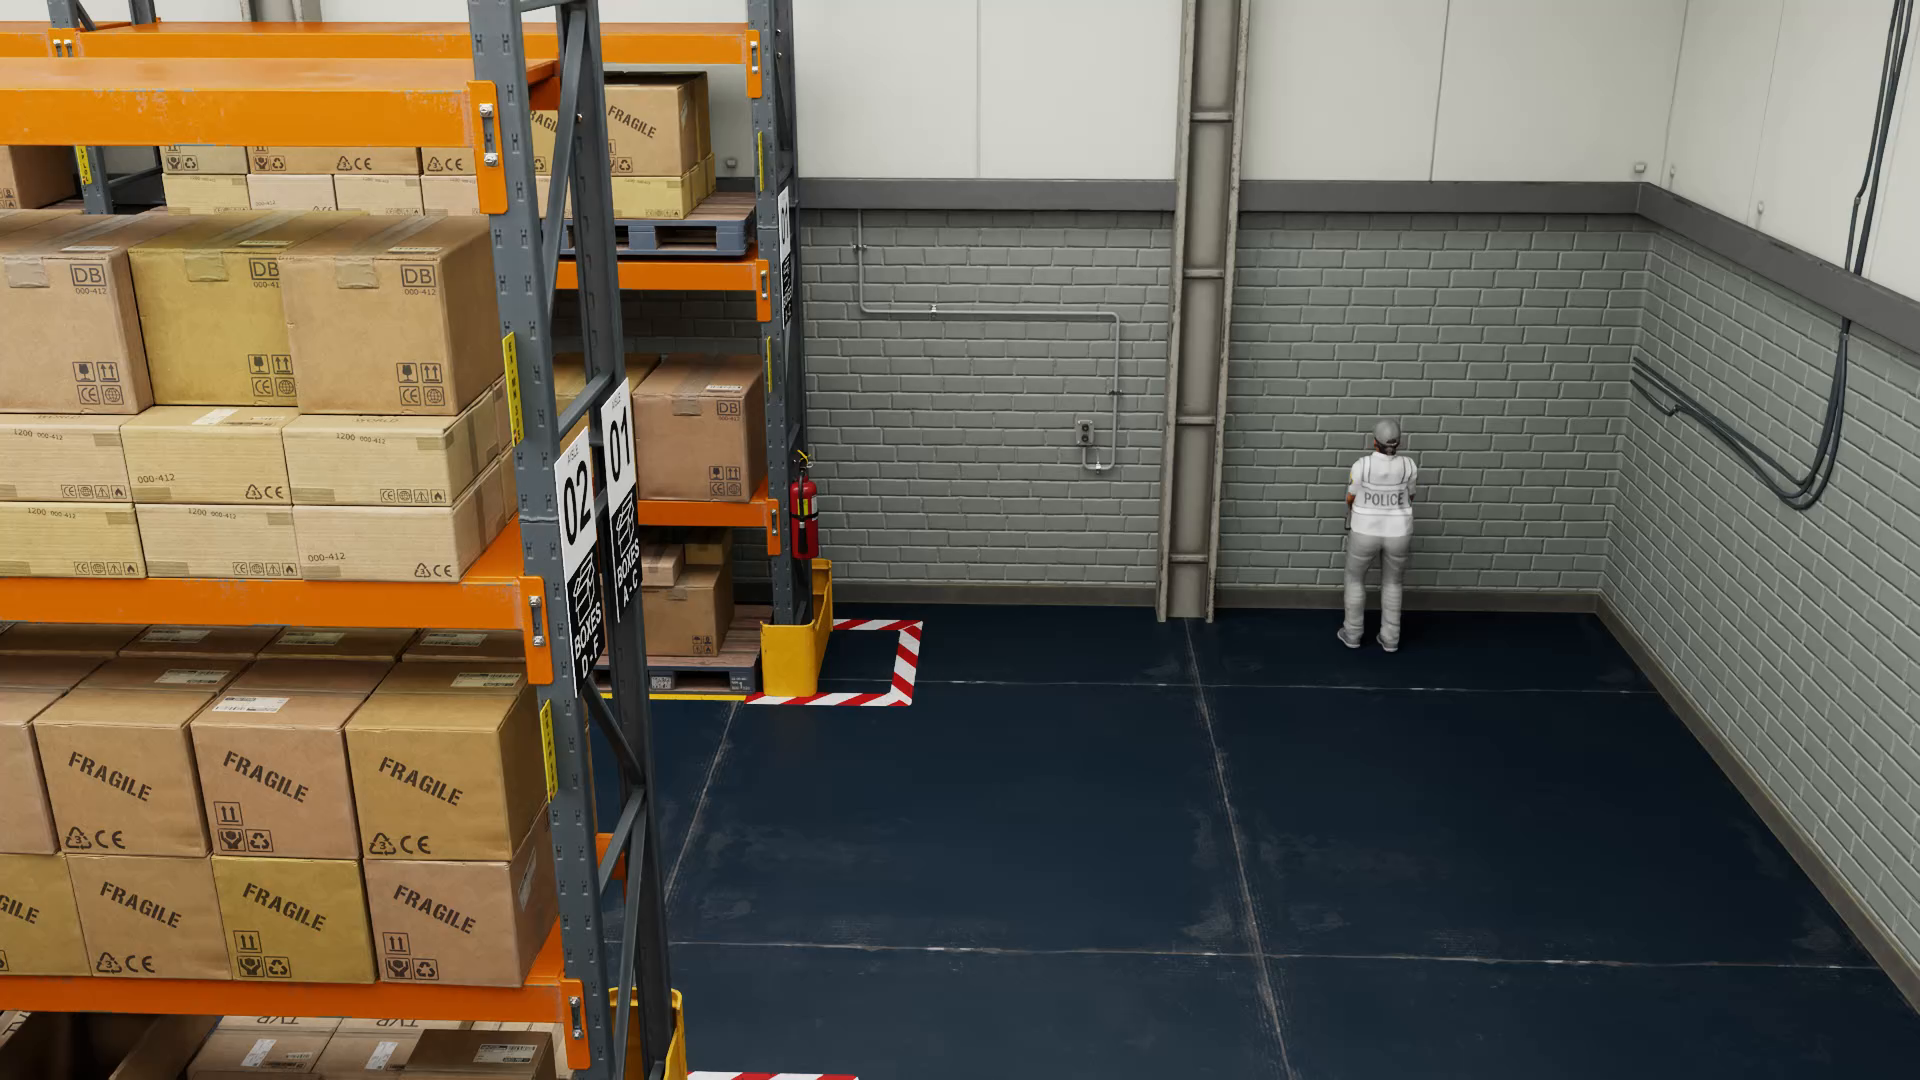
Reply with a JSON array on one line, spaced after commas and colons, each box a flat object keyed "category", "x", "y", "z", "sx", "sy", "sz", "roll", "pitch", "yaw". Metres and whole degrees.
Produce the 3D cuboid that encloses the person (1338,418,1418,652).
[{"category": "person", "x": 2.812, "y": -0.063, "z": 11.254, "sx": 0.453, "sy": 1.653, "sz": 0.516, "roll": 1, "pitch": 21, "yaw": 2}]
